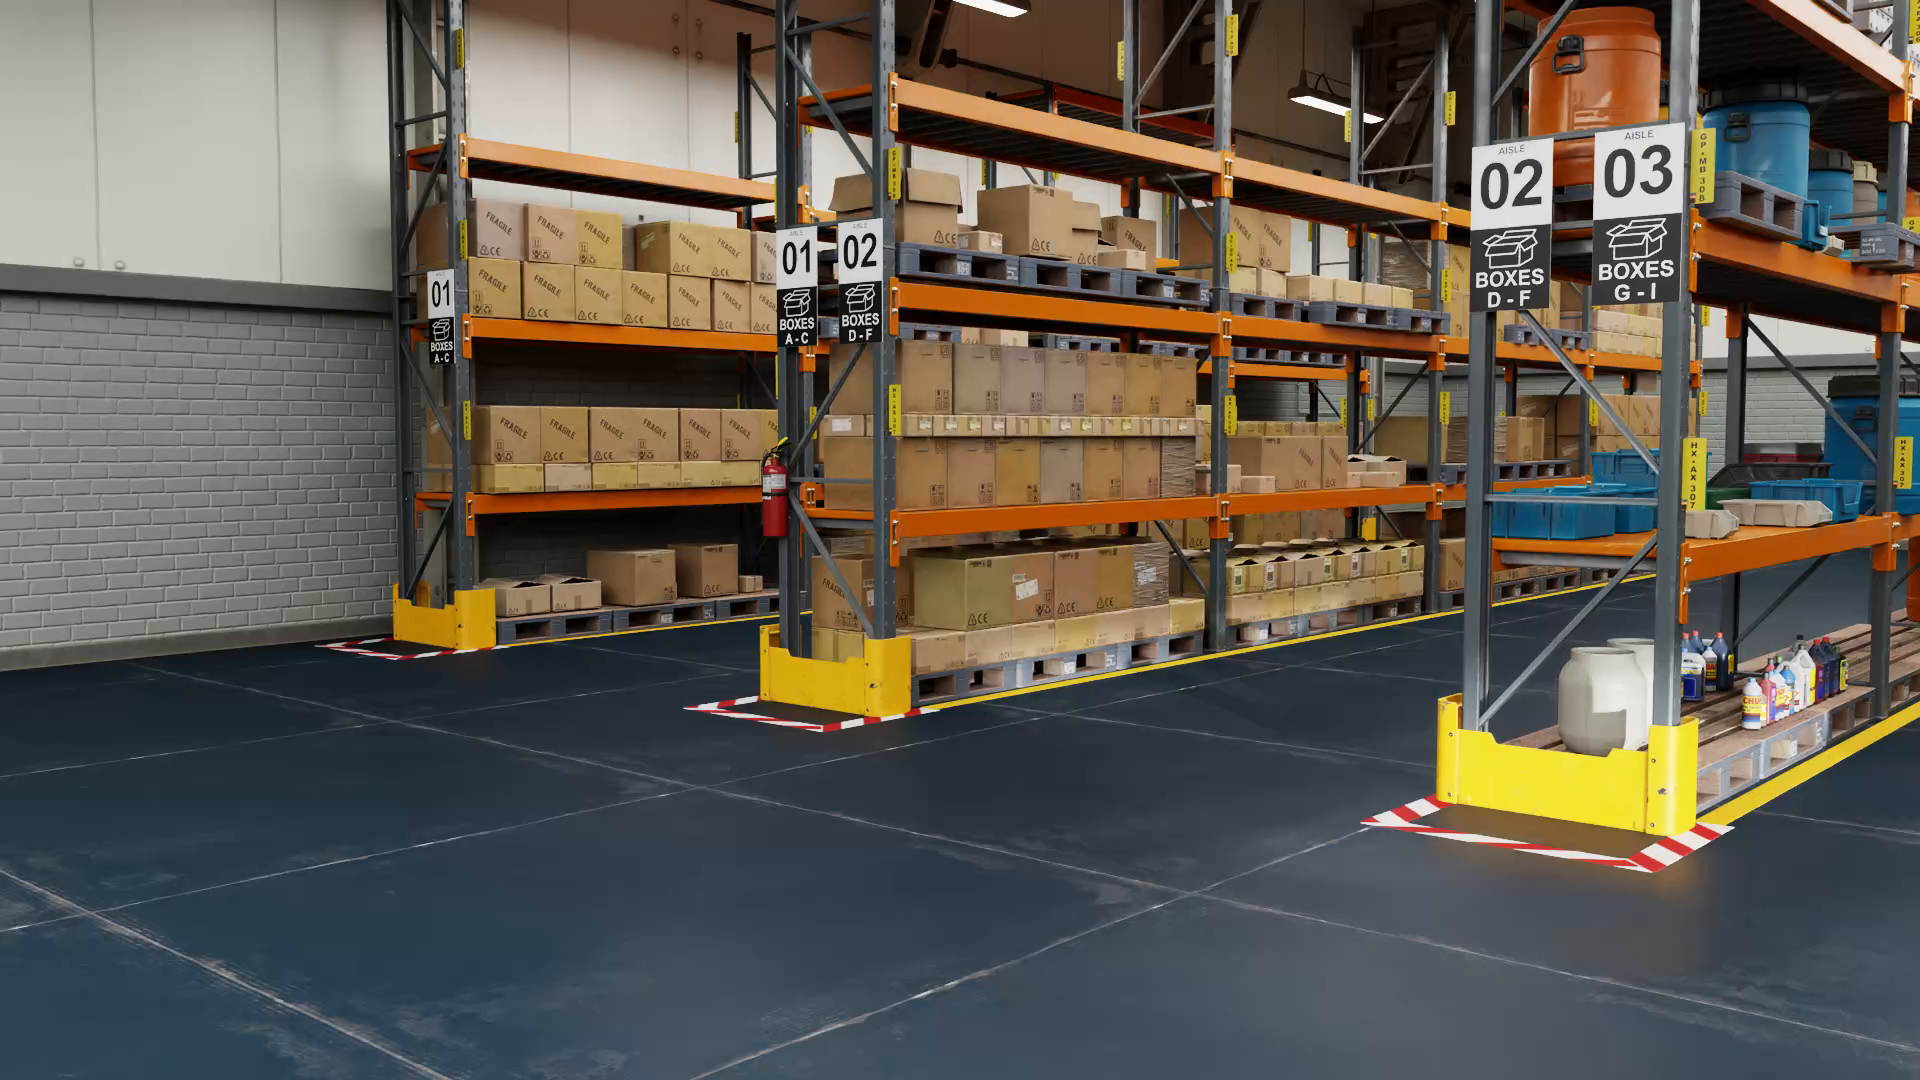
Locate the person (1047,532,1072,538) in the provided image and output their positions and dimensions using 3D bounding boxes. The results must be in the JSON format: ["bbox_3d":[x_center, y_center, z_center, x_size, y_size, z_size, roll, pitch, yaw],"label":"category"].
[{"bbox_3d":[0.791,0.337,16.624,0.803,0.858,0.484,3,5,41],"label":"person"}]
